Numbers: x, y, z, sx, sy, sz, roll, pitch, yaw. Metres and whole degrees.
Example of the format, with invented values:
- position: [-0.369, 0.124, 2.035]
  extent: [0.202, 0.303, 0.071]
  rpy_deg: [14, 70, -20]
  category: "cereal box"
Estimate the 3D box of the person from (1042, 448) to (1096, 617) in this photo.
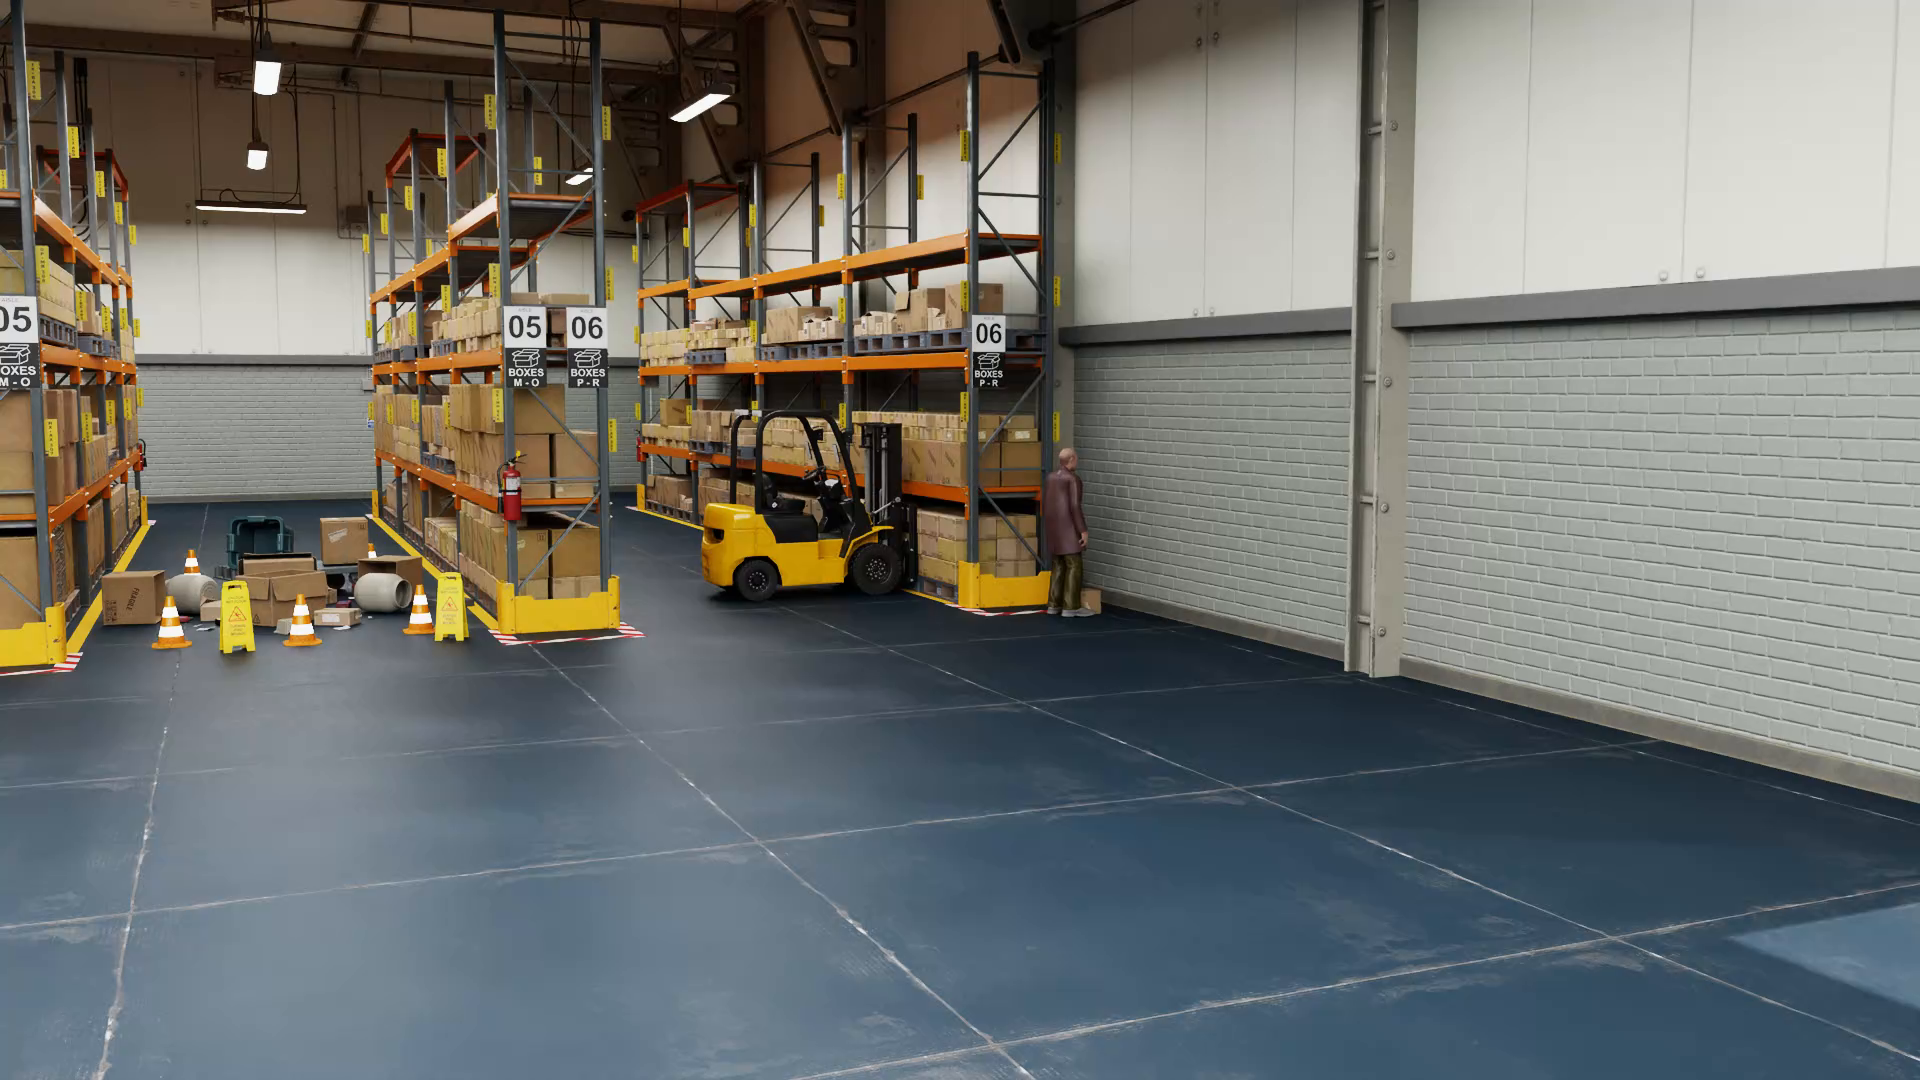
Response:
- position: [1.118, -0.088, 17.652]
  extent: [0.420, 1.774, 0.656]
  rpy_deg: [-3, 6, -33]
  category: "person"
